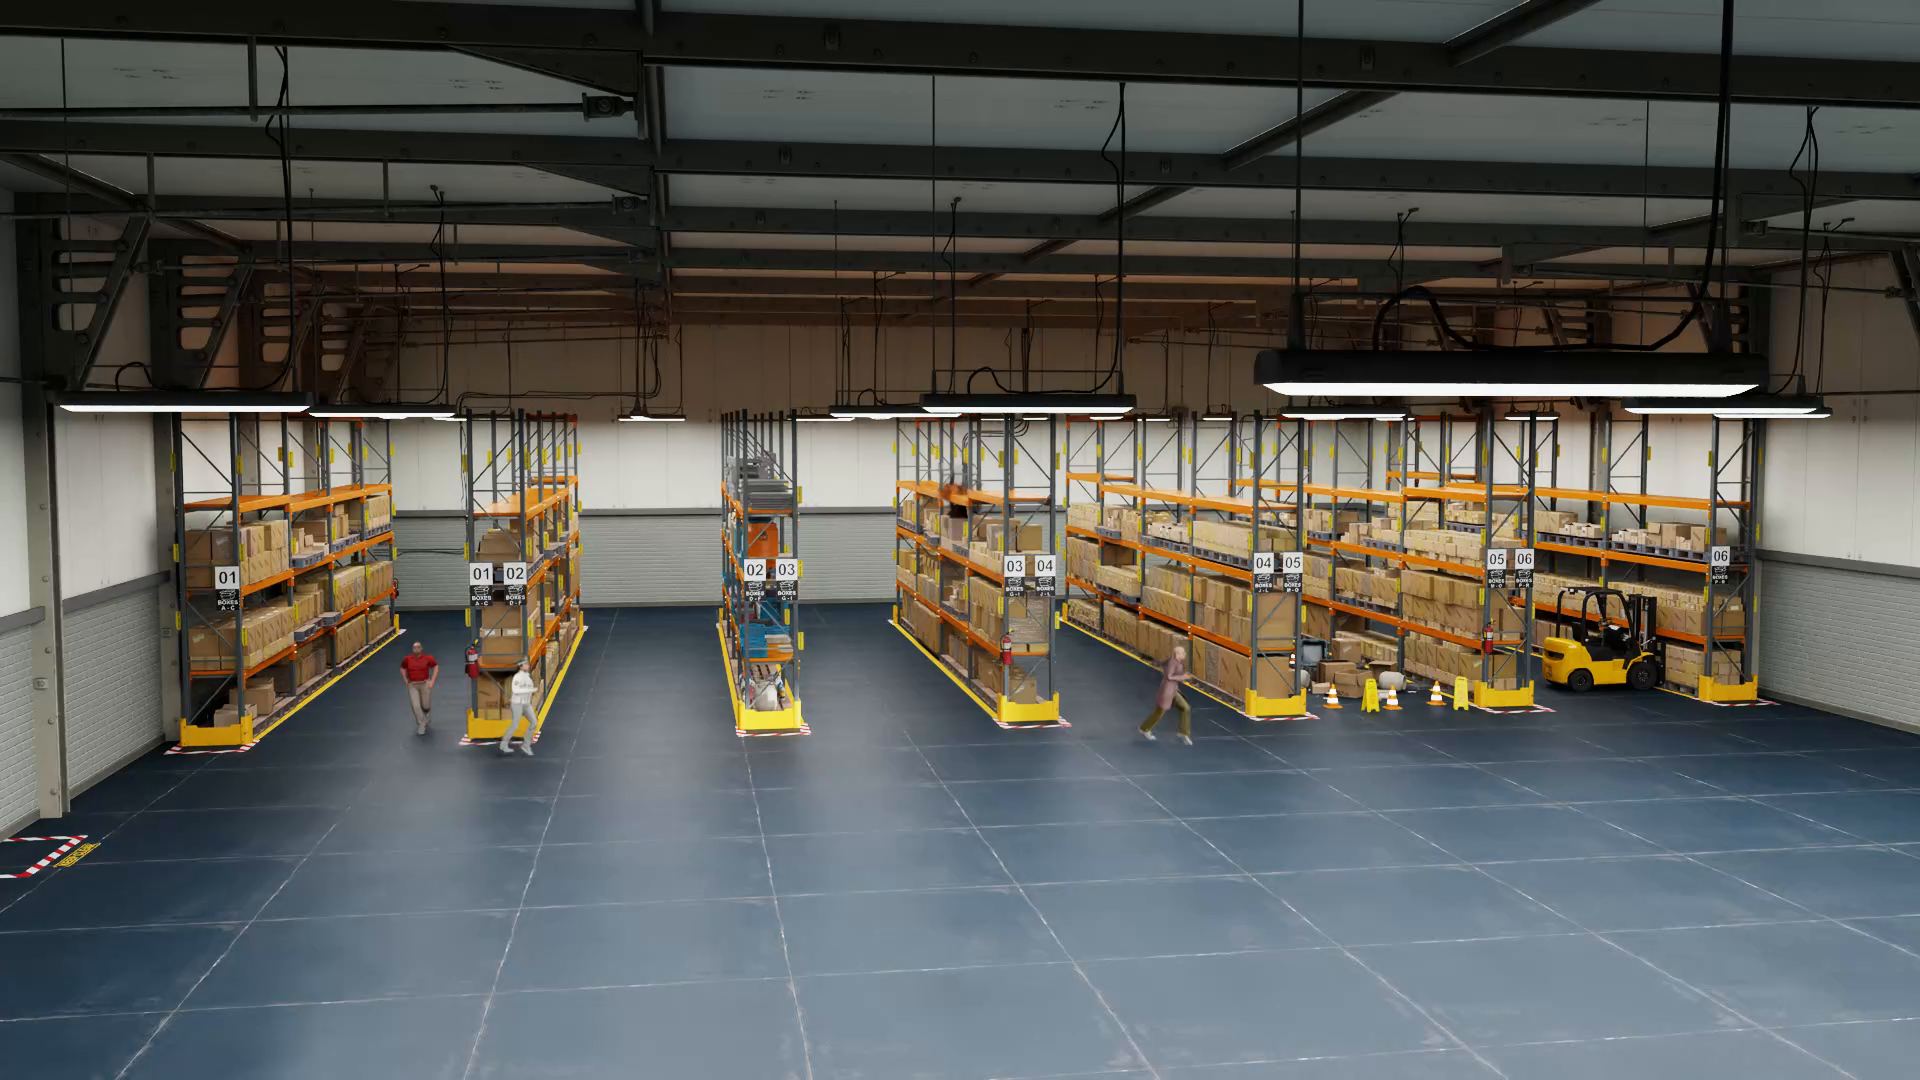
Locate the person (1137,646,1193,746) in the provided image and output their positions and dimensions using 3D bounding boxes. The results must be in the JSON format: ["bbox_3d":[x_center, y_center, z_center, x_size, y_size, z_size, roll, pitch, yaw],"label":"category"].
[{"bbox_3d":[3.668,2.785,29.721,1.044,1.802,0.699,2,5,29],"label":"person"}]

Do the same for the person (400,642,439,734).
[{"bbox_3d":[-10.082,2.731,30.987,0.664,1.696,0.623,-1,4,-8],"label":"person"}]

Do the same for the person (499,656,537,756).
[{"bbox_3d":[-7.598,2.885,28.811,0.724,1.742,0.613,1,4,16],"label":"person"}]
